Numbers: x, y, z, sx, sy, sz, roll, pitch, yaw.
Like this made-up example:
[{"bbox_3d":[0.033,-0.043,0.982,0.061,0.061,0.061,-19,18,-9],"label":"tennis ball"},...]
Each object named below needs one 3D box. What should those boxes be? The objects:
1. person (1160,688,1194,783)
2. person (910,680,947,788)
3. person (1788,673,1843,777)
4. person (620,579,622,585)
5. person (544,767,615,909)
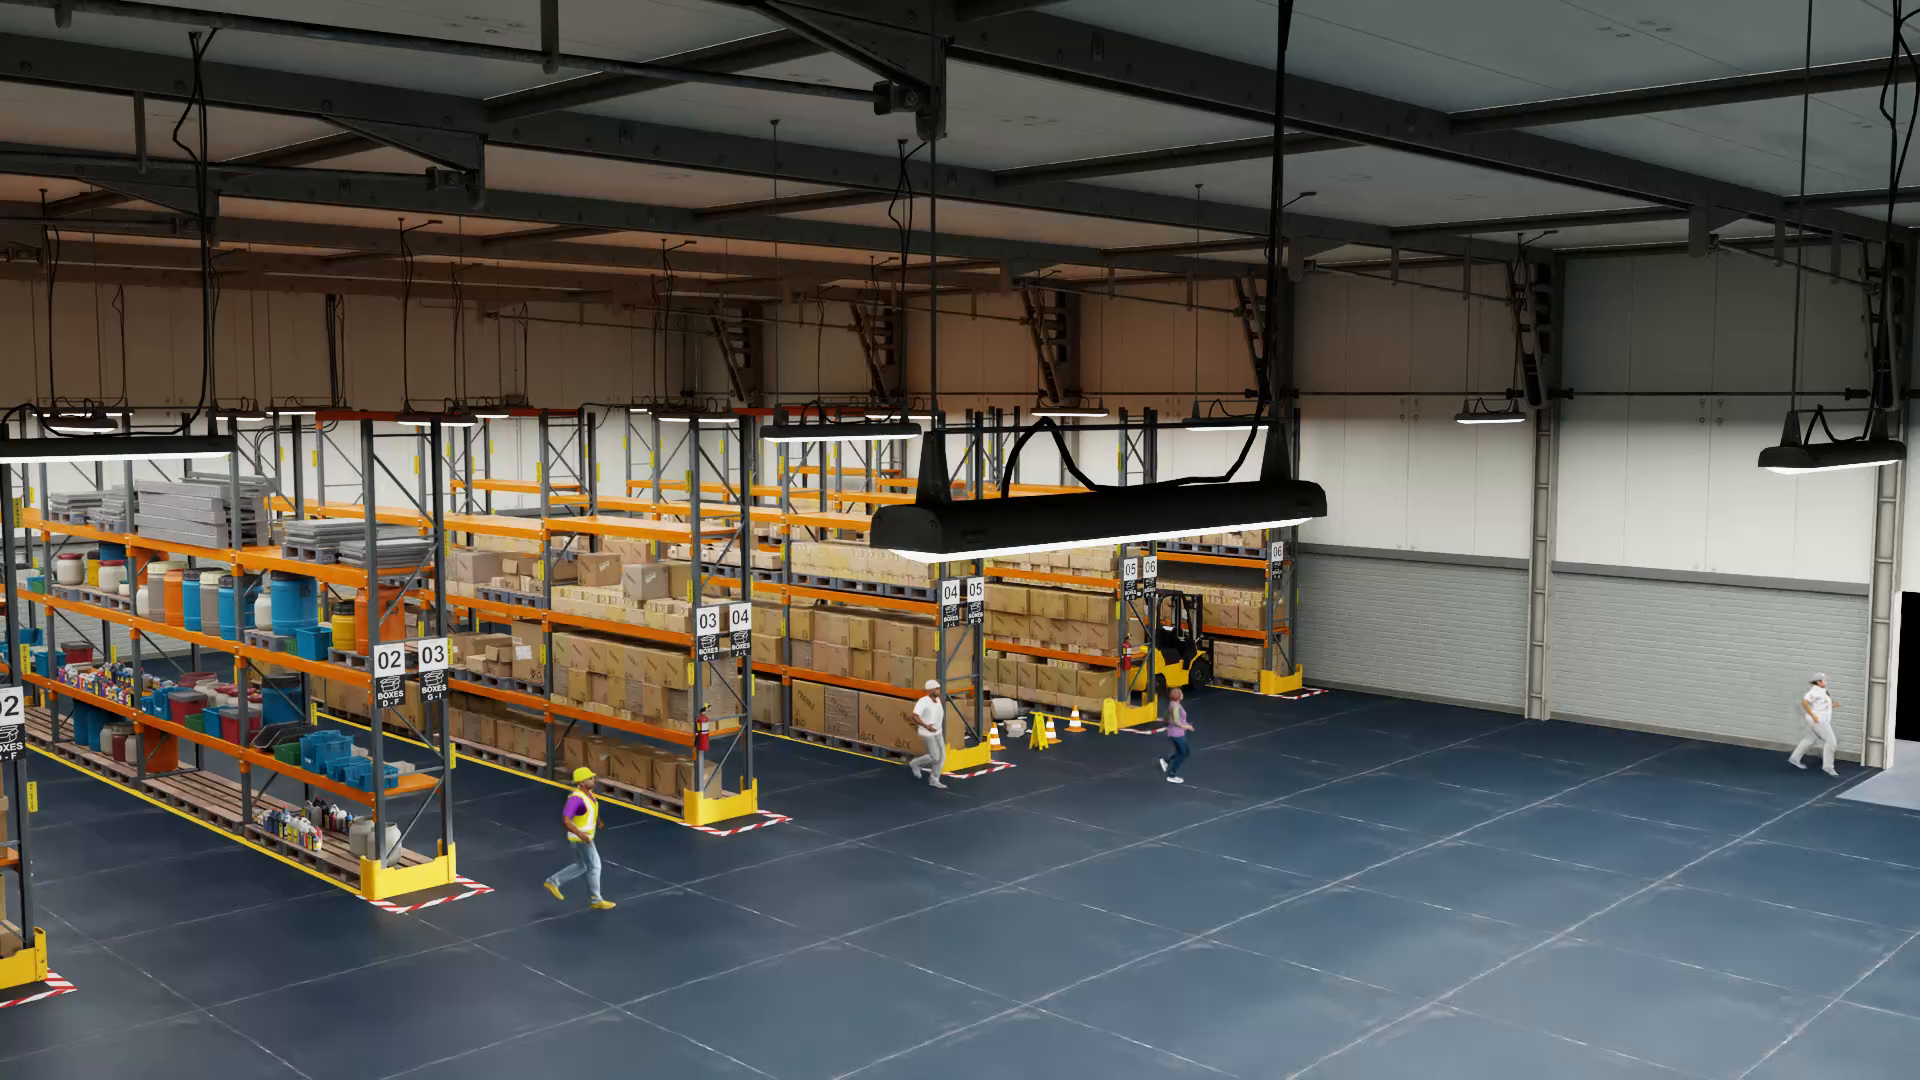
[{"bbox_3d":[3.529,3.169,27.033,0.544,1.560,0.537,0,5,0],"label":"person"},{"bbox_3d":[-0.497,3.113,26.780,0.651,1.743,0.743,3,6,32],"label":"person"},{"bbox_3d":[14.222,3.057,27.632,0.771,1.727,0.581,2,5,22],"label":"person"},{"bbox_3d":[-9.021,1.602,43.803,0.625,1.733,0.715,-1,5,-15],"label":"person"},{"bbox_3d":[-4.668,3.639,20.327,0.869,1.758,0.694,0,5,-4],"label":"person"}]
